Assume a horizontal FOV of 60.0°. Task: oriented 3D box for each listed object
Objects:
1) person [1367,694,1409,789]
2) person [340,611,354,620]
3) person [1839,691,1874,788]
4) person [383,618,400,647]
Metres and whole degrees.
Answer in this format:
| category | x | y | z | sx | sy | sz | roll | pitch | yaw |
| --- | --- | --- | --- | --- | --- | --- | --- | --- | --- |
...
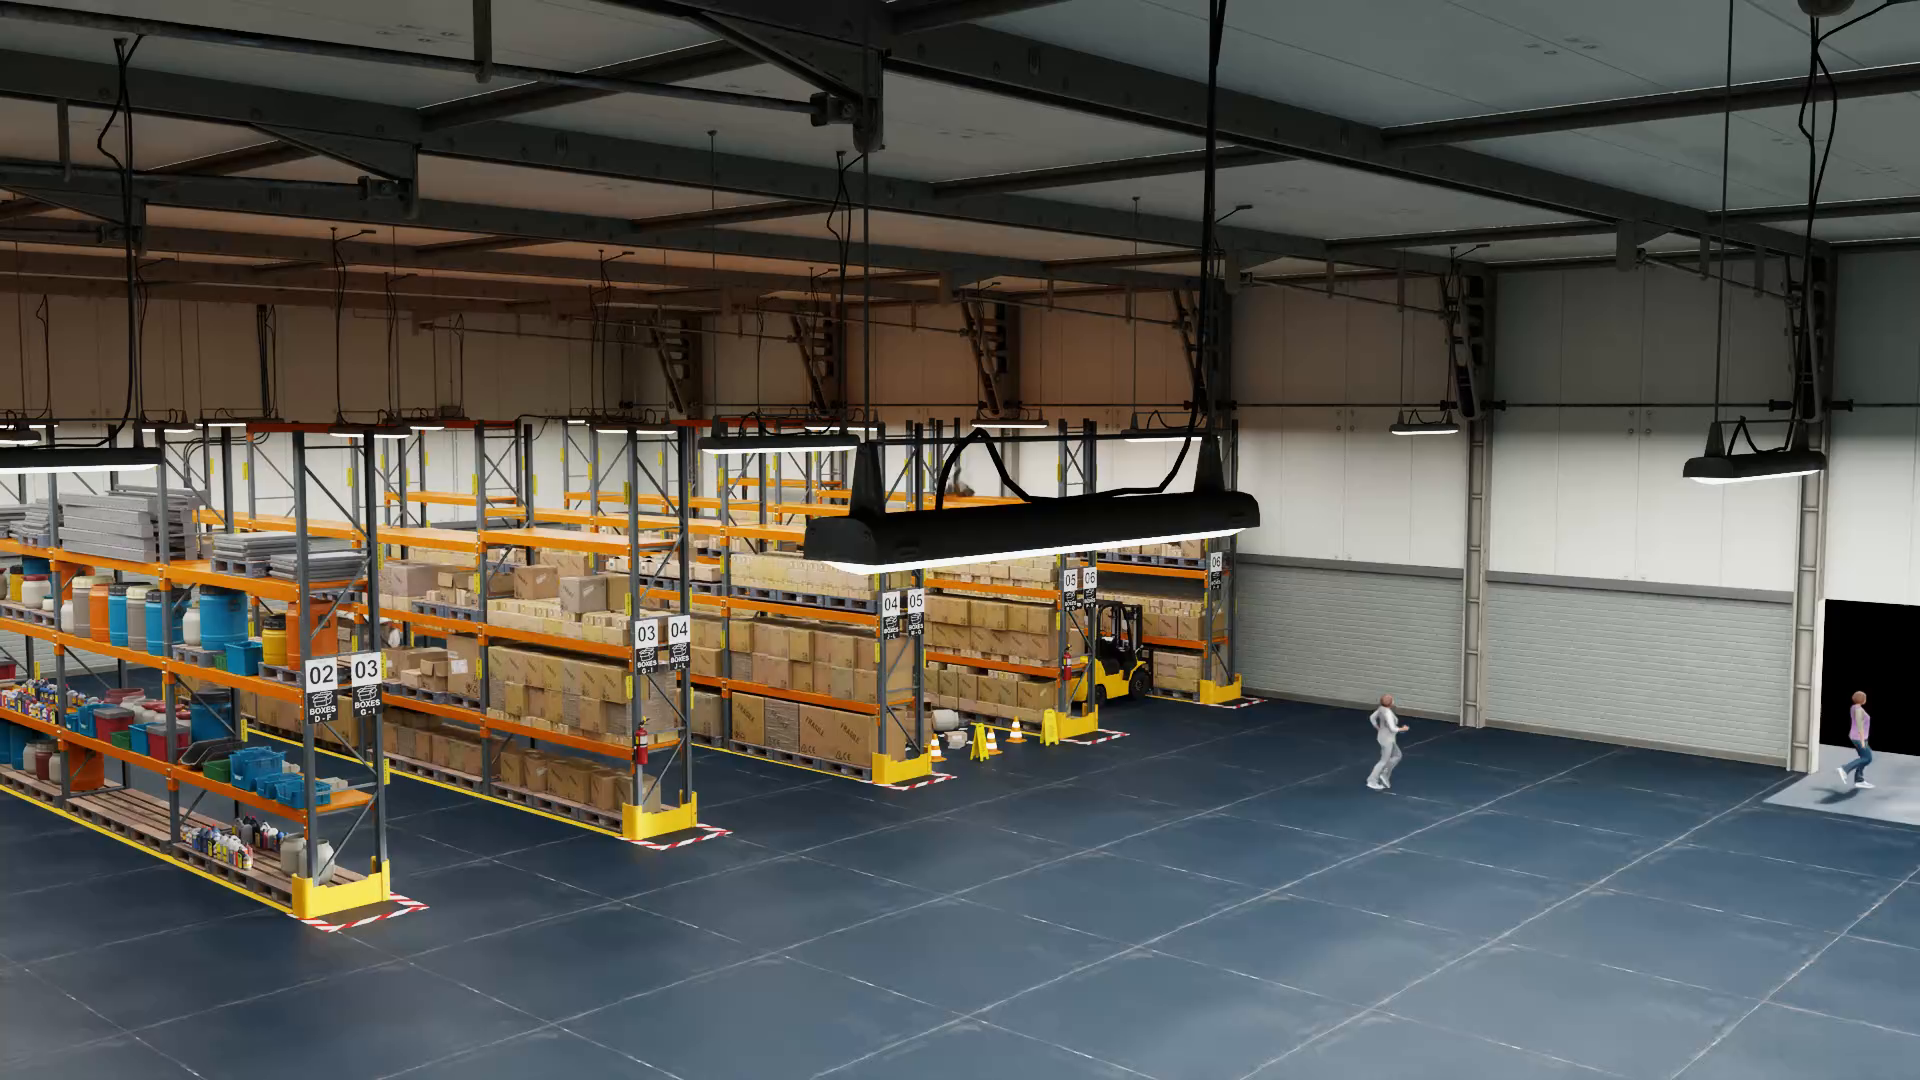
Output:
| category | x | y | z | sx | sy | sz | roll | pitch | yaw |
| --- | --- | --- | --- | --- | --- | --- | --- | --- | --- |
| person | 7.012 | 3.303 | 27.244 | 0.678 | 1.589 | 0.512 | 0 | 5 | 4 |
| person | -14.253 | 2.388 | 38.761 | 0.776 | 1.581 | 0.972 | 2 | 5 | 18 |
| person | 14.802 | 3.292 | 27.442 | 0.538 | 1.571 | 0.448 | 2 | 5 | 19 |
| person | -12.307 | 2.521 | 35.903 | 0.620 | 1.822 | 0.827 | -4 | 6 | -42 |
